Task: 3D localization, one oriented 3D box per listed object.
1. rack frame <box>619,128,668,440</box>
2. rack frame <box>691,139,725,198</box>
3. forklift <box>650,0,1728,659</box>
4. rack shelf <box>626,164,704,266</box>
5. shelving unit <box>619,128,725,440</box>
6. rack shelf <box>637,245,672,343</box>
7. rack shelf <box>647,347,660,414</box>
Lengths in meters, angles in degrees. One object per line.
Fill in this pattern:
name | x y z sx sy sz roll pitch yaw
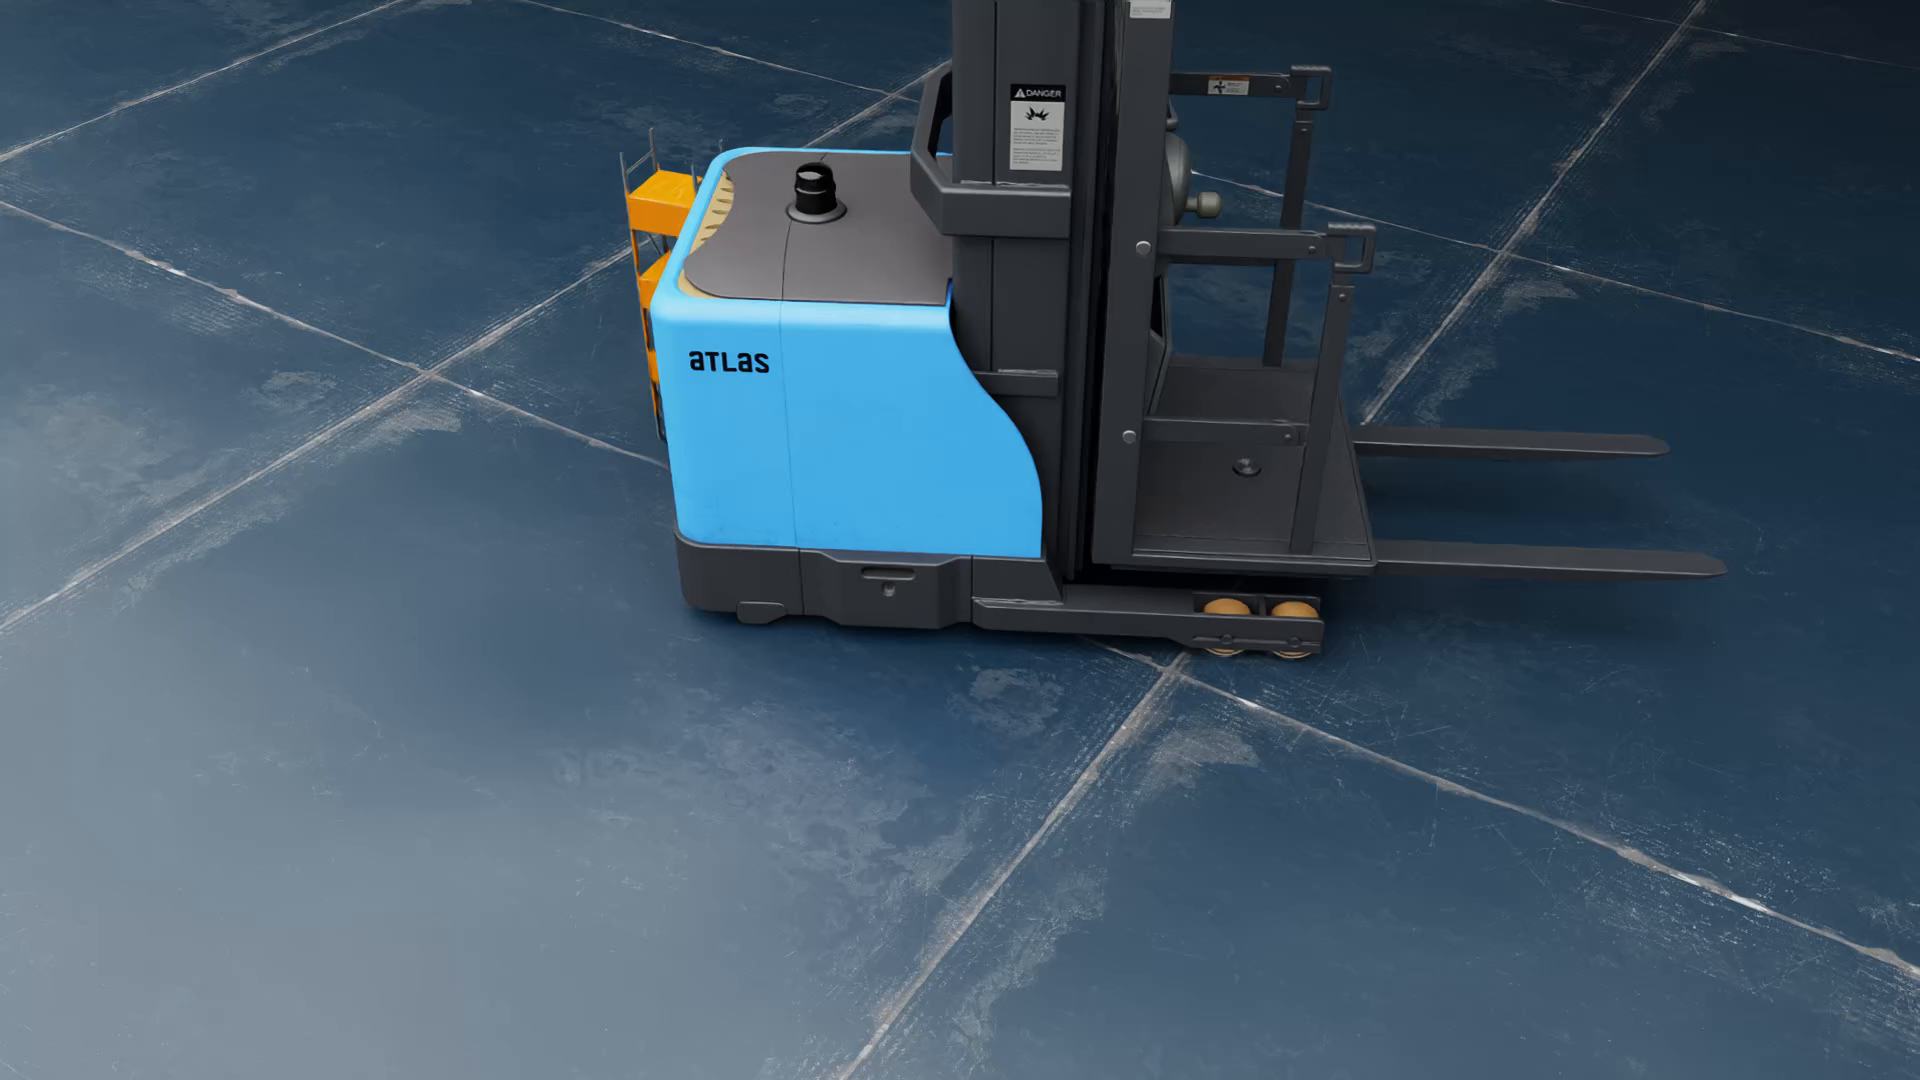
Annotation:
rack frame | -0.997 -0.816 5.449 0.008 1.050 0.200 13 39 16
rack frame | -0.769 -0.764 5.381 0.008 1.050 0.200 13 39 16
forklift | 0.714 -1.156 4.349 3.031 2.935 1.130 2 38 3
rack shelf | -0.883 -1.006 5.248 0.240 0.259 0.215 13 39 16
shelving unit | -0.883 -0.790 5.415 0.252 1.050 0.215 13 39 16
rack shelf | -0.883 -0.782 5.422 0.240 0.259 0.215 13 39 16
rack shelf | -0.883 -0.562 5.591 0.240 0.259 0.215 13 39 16
